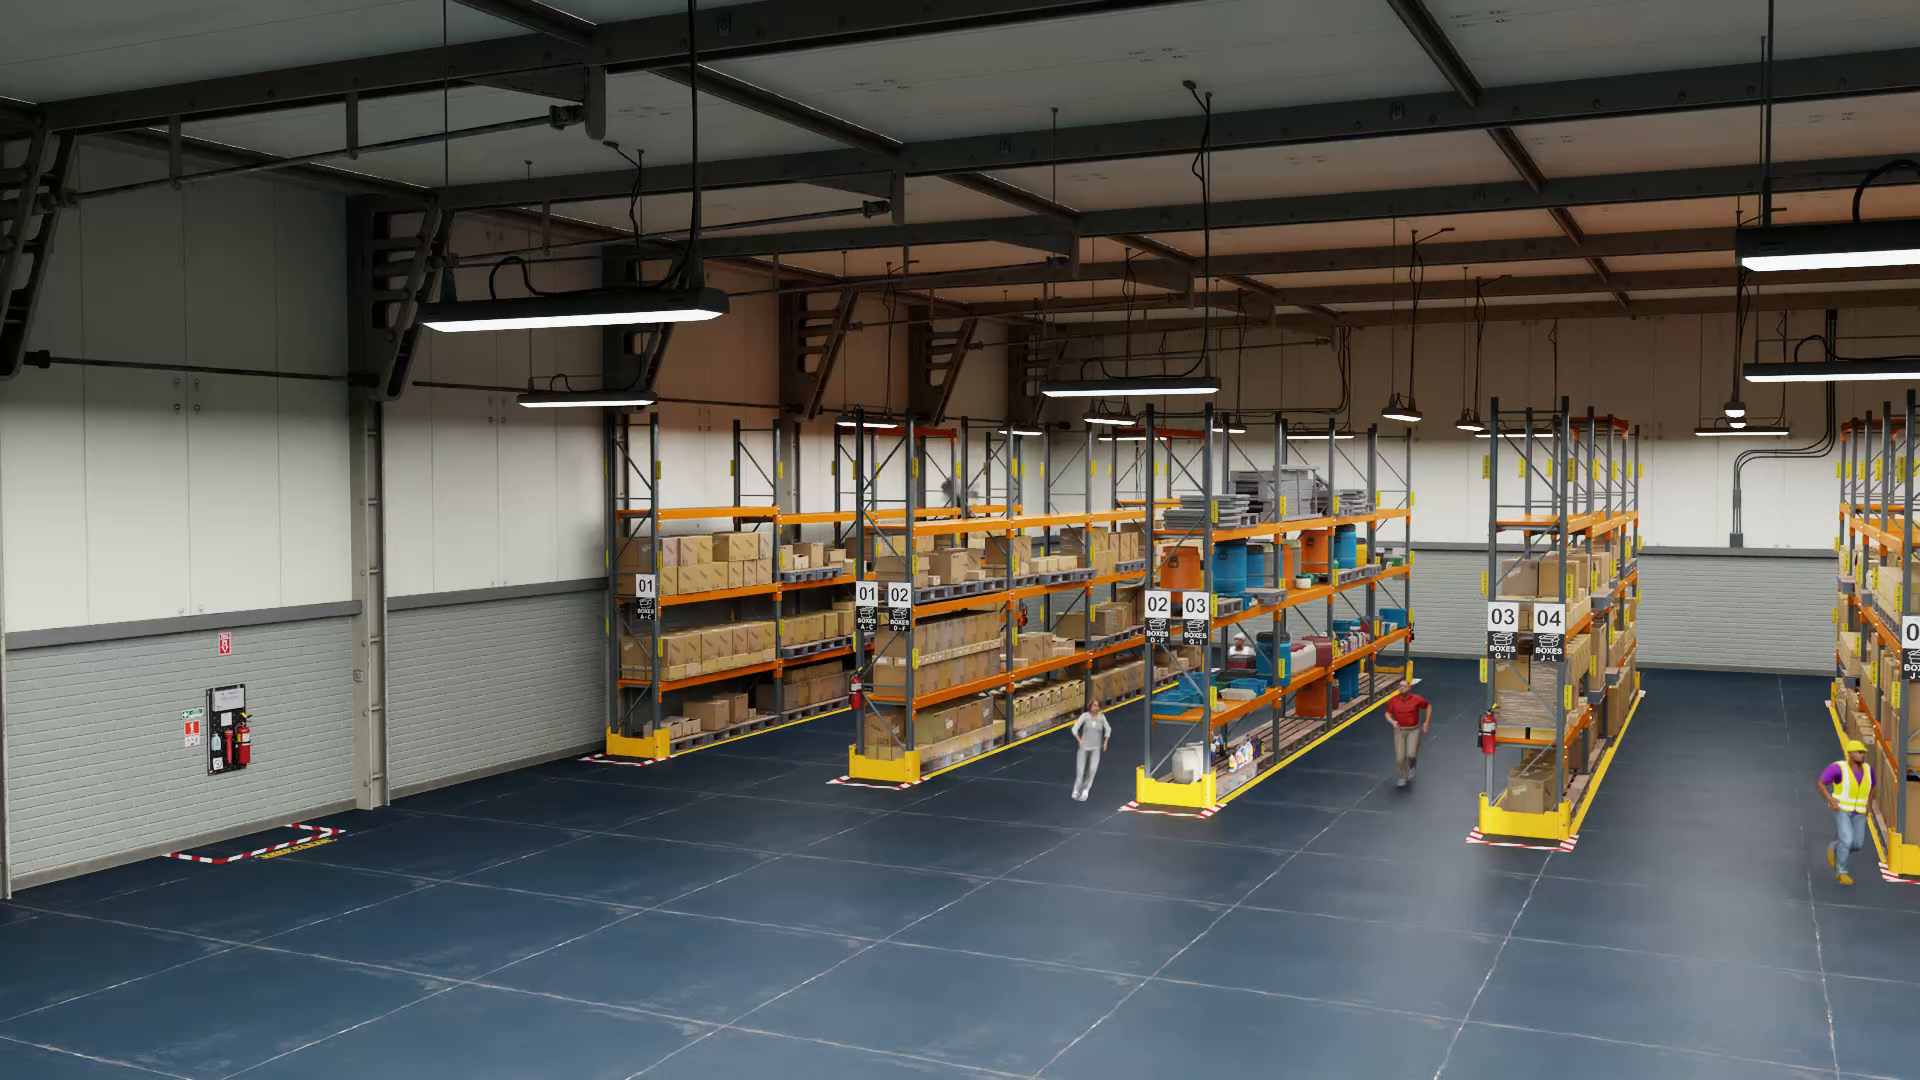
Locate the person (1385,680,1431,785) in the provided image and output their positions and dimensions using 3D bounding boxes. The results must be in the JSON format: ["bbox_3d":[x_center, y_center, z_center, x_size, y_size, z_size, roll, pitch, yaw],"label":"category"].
[{"bbox_3d":[7.059,3.057,26.268,0.688,1.688,0.718,1,3,24],"label":"person"}]

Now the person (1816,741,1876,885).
[{"bbox_3d":[10.845,3.298,20.350,0.733,1.729,0.636,0,2,-3],"label":"person"}]

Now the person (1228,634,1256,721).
[{"bbox_3d":[5.616,2.748,33.336,0.713,1.736,0.637,1,3,21],"label":"person"}]

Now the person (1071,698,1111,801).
[{"bbox_3d":[1.980,3.161,25.122,0.602,1.551,0.578,0,2,2],"label":"person"}]
